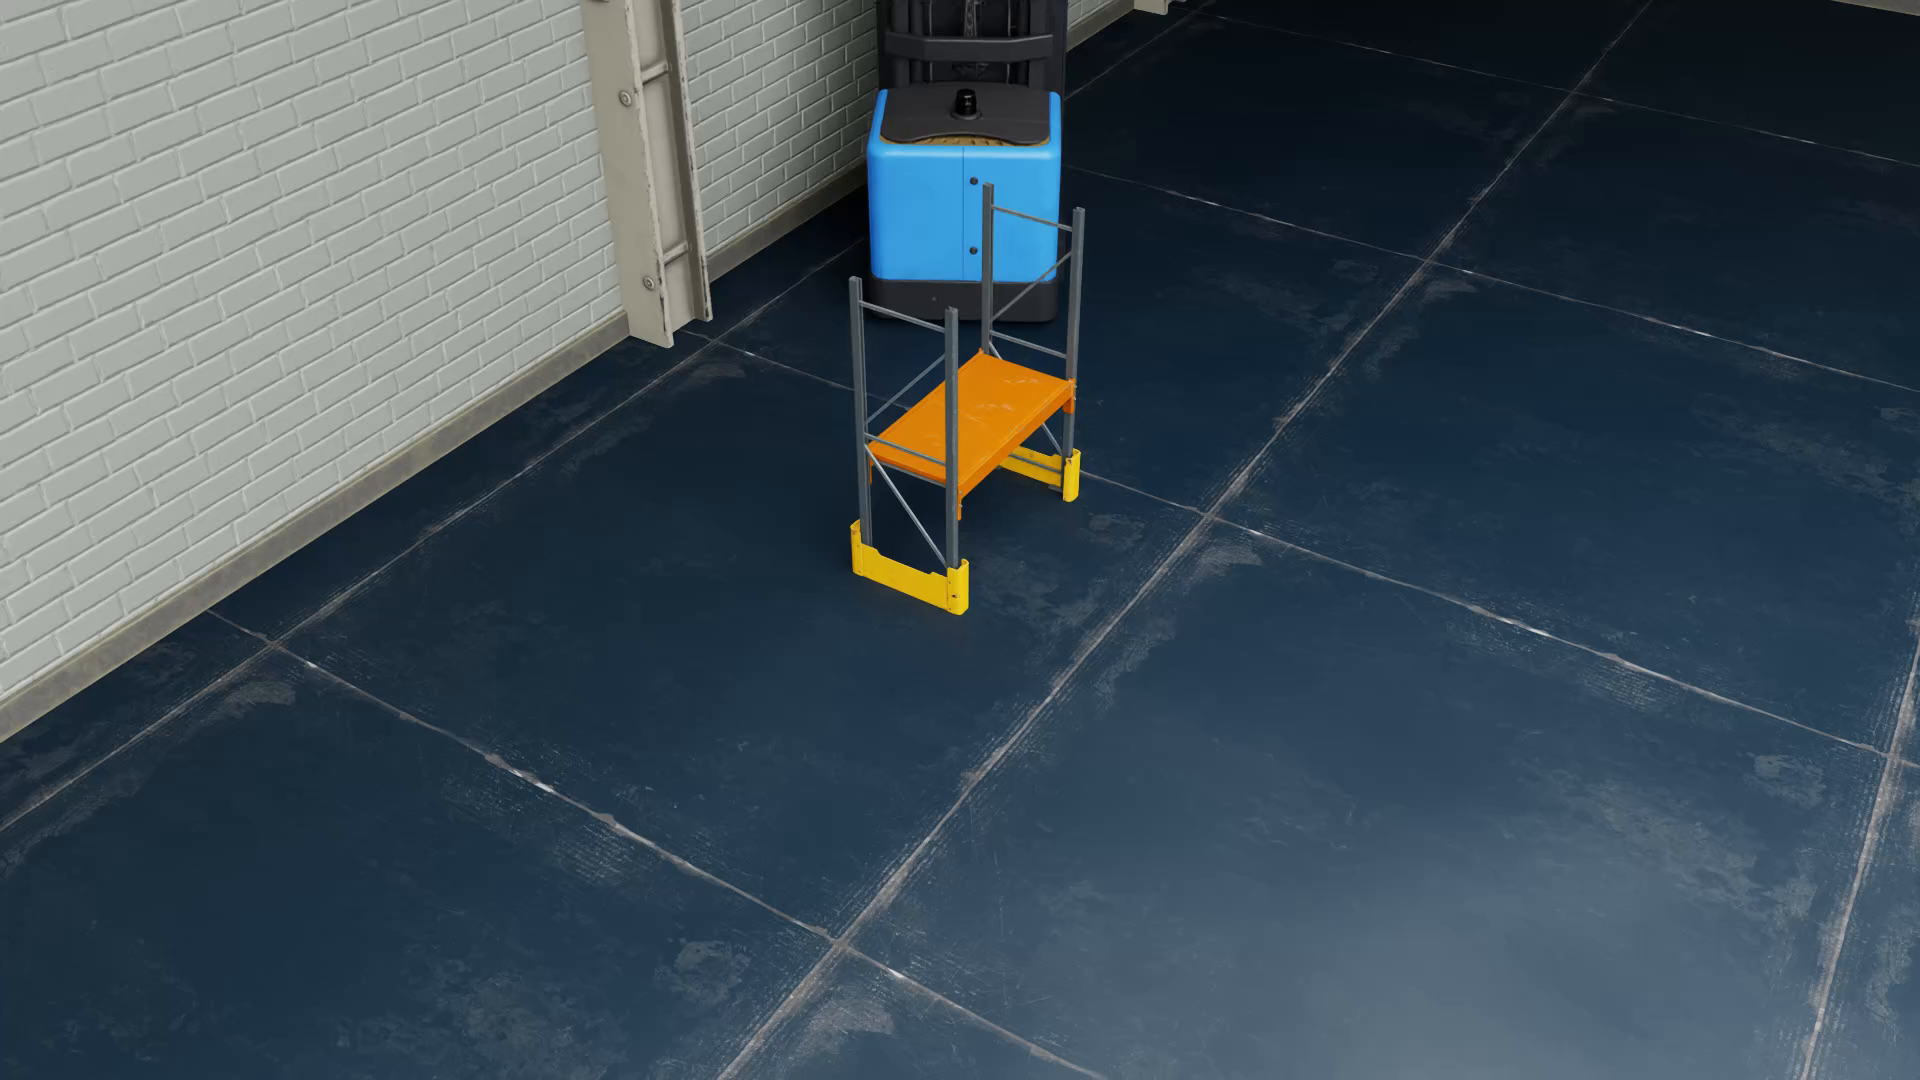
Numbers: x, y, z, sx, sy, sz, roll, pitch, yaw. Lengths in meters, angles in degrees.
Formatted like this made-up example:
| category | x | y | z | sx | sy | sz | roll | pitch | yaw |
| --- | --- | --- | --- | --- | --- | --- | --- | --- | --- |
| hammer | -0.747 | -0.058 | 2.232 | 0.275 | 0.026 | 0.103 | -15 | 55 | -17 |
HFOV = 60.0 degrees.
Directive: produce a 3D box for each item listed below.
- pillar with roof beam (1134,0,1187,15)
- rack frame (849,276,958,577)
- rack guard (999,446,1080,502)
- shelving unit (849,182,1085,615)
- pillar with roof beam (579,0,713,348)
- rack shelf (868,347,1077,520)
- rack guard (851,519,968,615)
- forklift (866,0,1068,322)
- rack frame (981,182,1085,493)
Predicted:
| category | x | y | z | sx | sy | sz | roll | pitch | yaw |
| --- | --- | --- | --- | --- | --- | --- | --- | --- | --- |
| pillar with roof beam | 5.225 | -6.450 | 8.747 | 9.100 | 9.000 | 0.400 | 21 | 42 | 25 |
| rack frame | -0.227 | -0.376 | 7.009 | 0.500 | 1.500 | 0.032 | 21 | 42 | 25 |
| rack guard | 0.308 | -0.395 | 8.058 | 0.587 | 0.250 | 0.087 | 21 | 42 | 25 |
| shelving unit | 0.041 | -0.633 | 7.343 | 0.587 | 1.500 | 1.083 | 21 | 42 | 25 |
| pillar with roof beam | 2.011 | -3.357 | 4.735 | 9.100 | 9.000 | 0.400 | 21 | 42 | 25 |
| rack shelf | 0.046 | -0.496 | 7.459 | 0.538 | 0.185 | 1.000 | 21 | 42 | 25 |
| rack guard | -0.226 | 0.118 | 7.392 | 0.587 | 0.250 | 0.087 | 21 | 42 | 25 |
| forklift | 0.079 | -3.244 | 9.558 | 1.130 | 2.935 | 3.031 | 1 | 38 | 2 |
| rack frame | 0.318 | -0.900 | 7.689 | 0.500 | 1.500 | 0.032 | 21 | 42 | 25 |
